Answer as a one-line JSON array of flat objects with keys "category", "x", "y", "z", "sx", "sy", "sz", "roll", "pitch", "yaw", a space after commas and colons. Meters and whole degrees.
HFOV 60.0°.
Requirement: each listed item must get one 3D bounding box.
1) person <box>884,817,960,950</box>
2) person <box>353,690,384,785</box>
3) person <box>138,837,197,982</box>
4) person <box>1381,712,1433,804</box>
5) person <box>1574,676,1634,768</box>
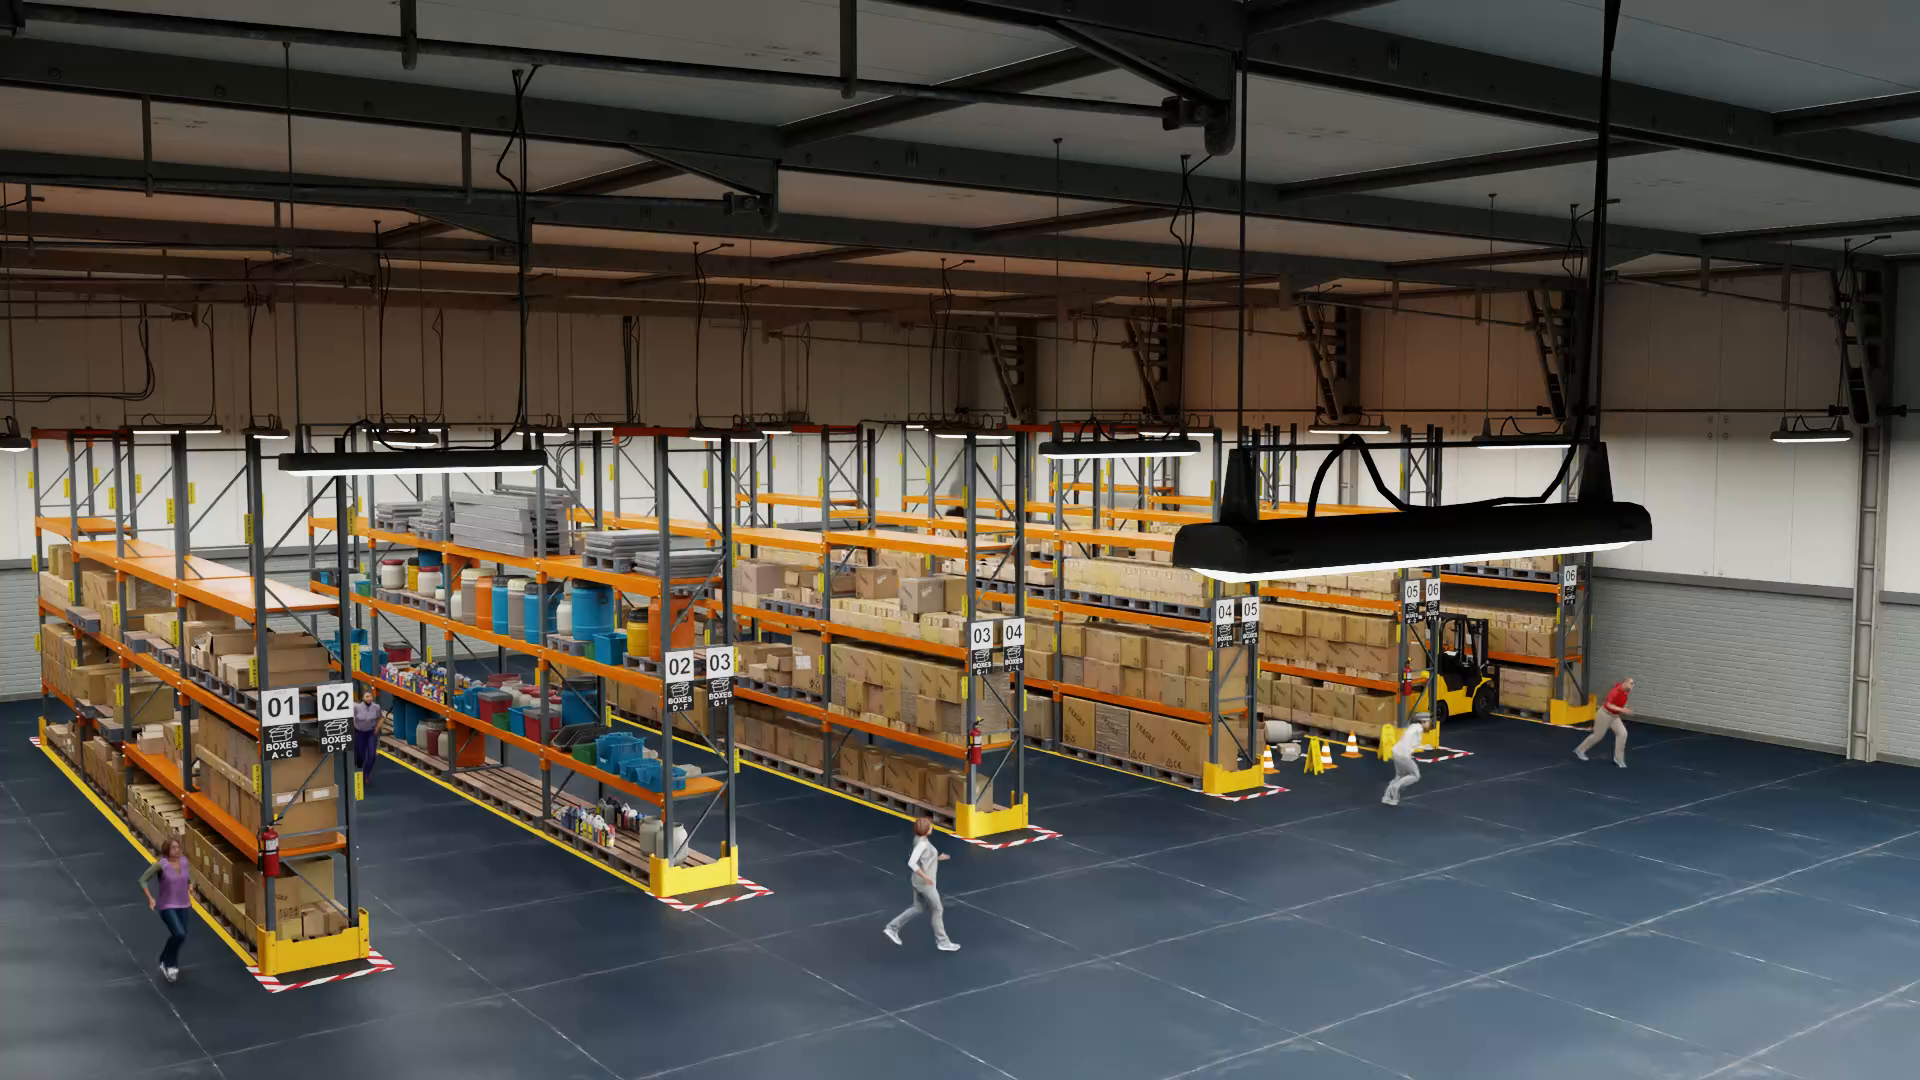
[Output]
[{"category": "person", "x": -0.436, "y": 3.999, "z": 19.323, "sx": 0.890, "sy": 1.581, "sz": 0.541, "roll": -1, "pitch": 5, "yaw": -13}, {"category": "person", "x": -10.128, "y": 3.339, "z": 28.286, "sx": 0.639, "sy": 1.611, "sz": 0.665, "roll": -3, "pitch": 5, "yaw": -32}, {"category": "person", "x": -8.703, "y": 4.083, "z": 18.402, "sx": 0.663, "sy": 1.593, "sz": 0.508, "roll": 3, "pitch": 5, "yaw": 31}, {"category": "person", "x": 7.166, "y": 3.503, "z": 26.554, "sx": 0.821, "sy": 1.498, "sz": 0.645, "roll": 0, "pitch": 4, "yaw": 2}, {"category": "person", "x": 11.488, "y": 3.224, "z": 29.633, "sx": 1.007, "sy": 1.697, "sz": 0.707, "roll": 4, "pitch": 6, "yaw": 41}]
